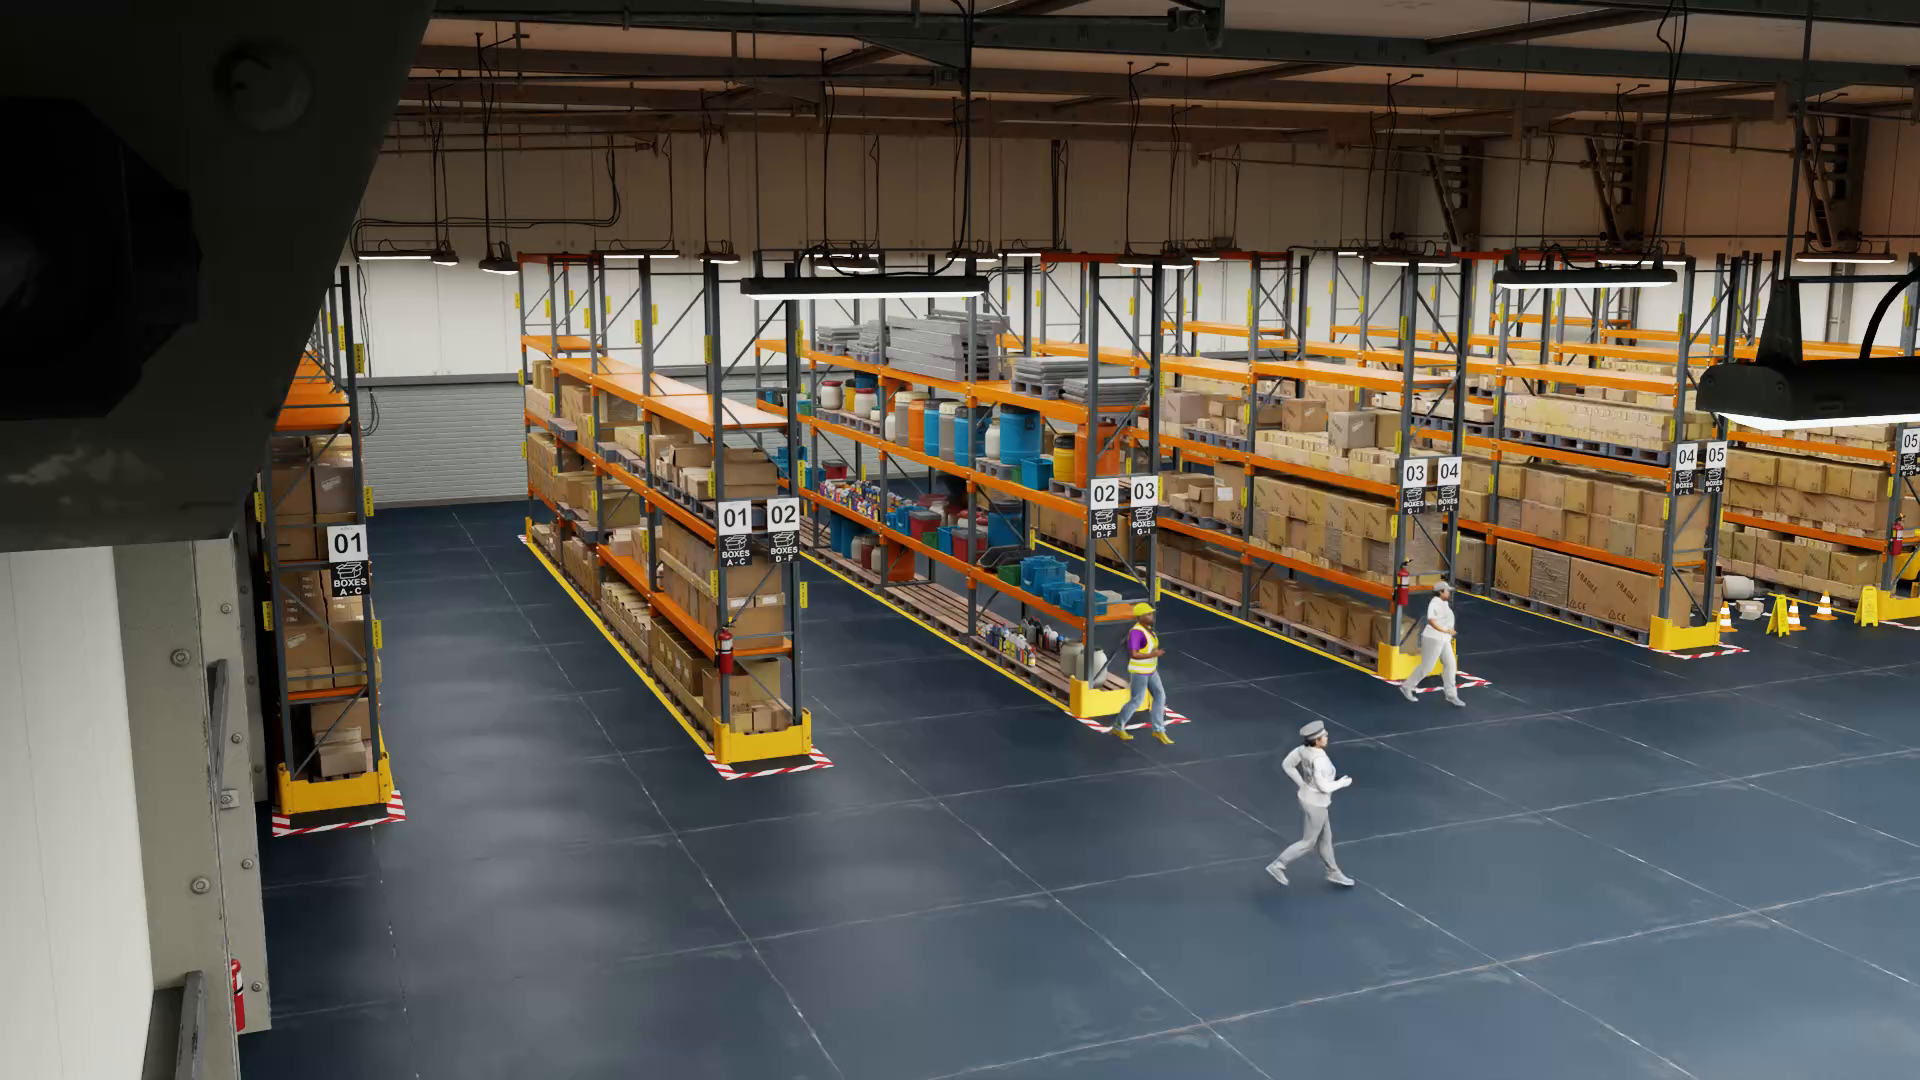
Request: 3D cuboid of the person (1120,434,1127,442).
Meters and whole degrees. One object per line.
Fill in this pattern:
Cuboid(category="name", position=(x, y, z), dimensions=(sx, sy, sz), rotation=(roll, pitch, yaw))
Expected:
Cuboid(category="person", position=(3.839, -1.914, 41.209), dimensions=(0.704, 1.560, 0.659), rotation=(-6, 12, -28))

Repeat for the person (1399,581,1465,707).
Cuboid(category="person", position=(6.541, 1.394, 22.744), dimensions=(0.871, 1.664, 0.661), rotation=(6, 12, 30))

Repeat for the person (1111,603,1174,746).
Cuboid(category="person", position=(2.299, 1.687, 20.856), dimensions=(0.768, 1.818, 0.687), rotation=(5, 12, 26))

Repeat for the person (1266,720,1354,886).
Cuboid(category="person", position=(3.429, 2.578, 16.146), dimensions=(0.920, 1.693, 0.612), rotation=(-1, 10, -5))
